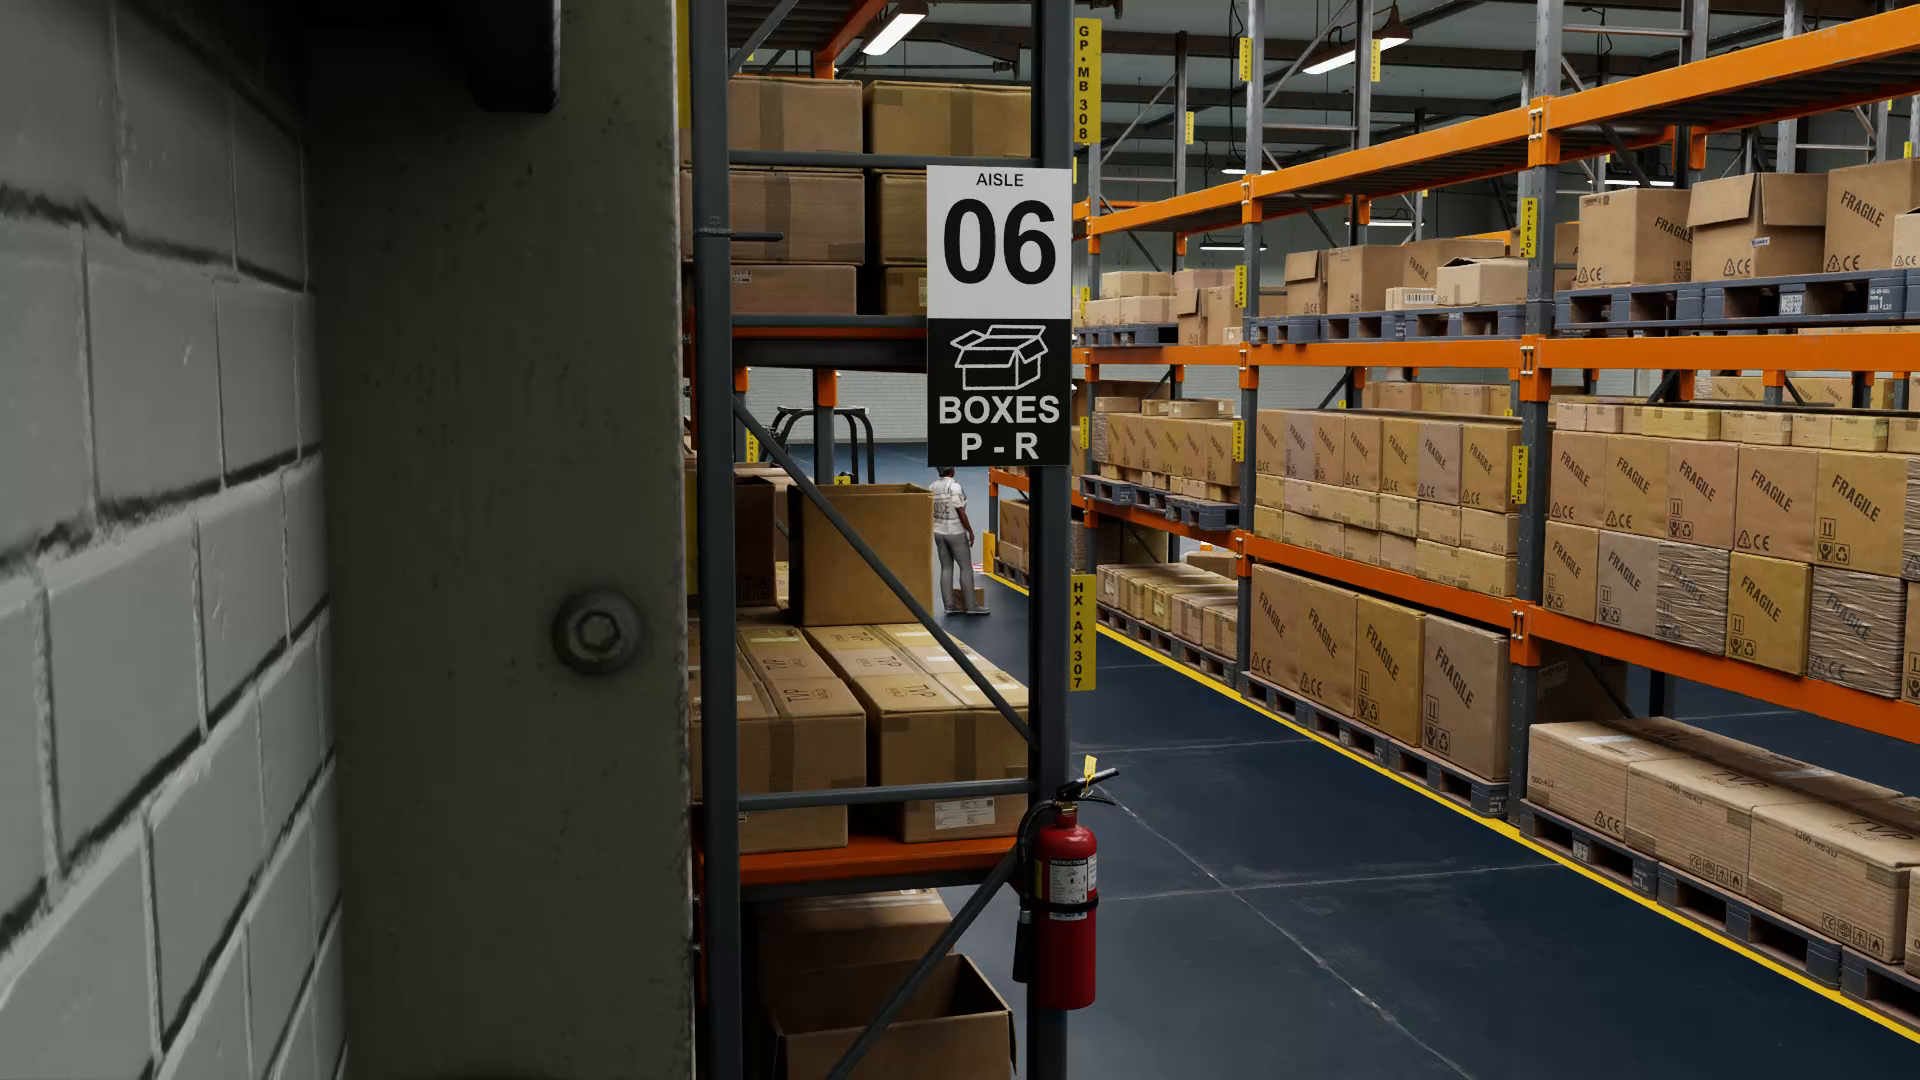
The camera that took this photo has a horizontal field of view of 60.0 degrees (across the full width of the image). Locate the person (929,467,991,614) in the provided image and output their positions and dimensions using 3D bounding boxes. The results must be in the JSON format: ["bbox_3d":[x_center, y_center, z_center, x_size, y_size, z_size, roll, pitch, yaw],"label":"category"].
[{"bbox_3d":[-0.035,-0.067,17.557,0.569,1.696,0.526,6,9,44],"label":"person"}]
